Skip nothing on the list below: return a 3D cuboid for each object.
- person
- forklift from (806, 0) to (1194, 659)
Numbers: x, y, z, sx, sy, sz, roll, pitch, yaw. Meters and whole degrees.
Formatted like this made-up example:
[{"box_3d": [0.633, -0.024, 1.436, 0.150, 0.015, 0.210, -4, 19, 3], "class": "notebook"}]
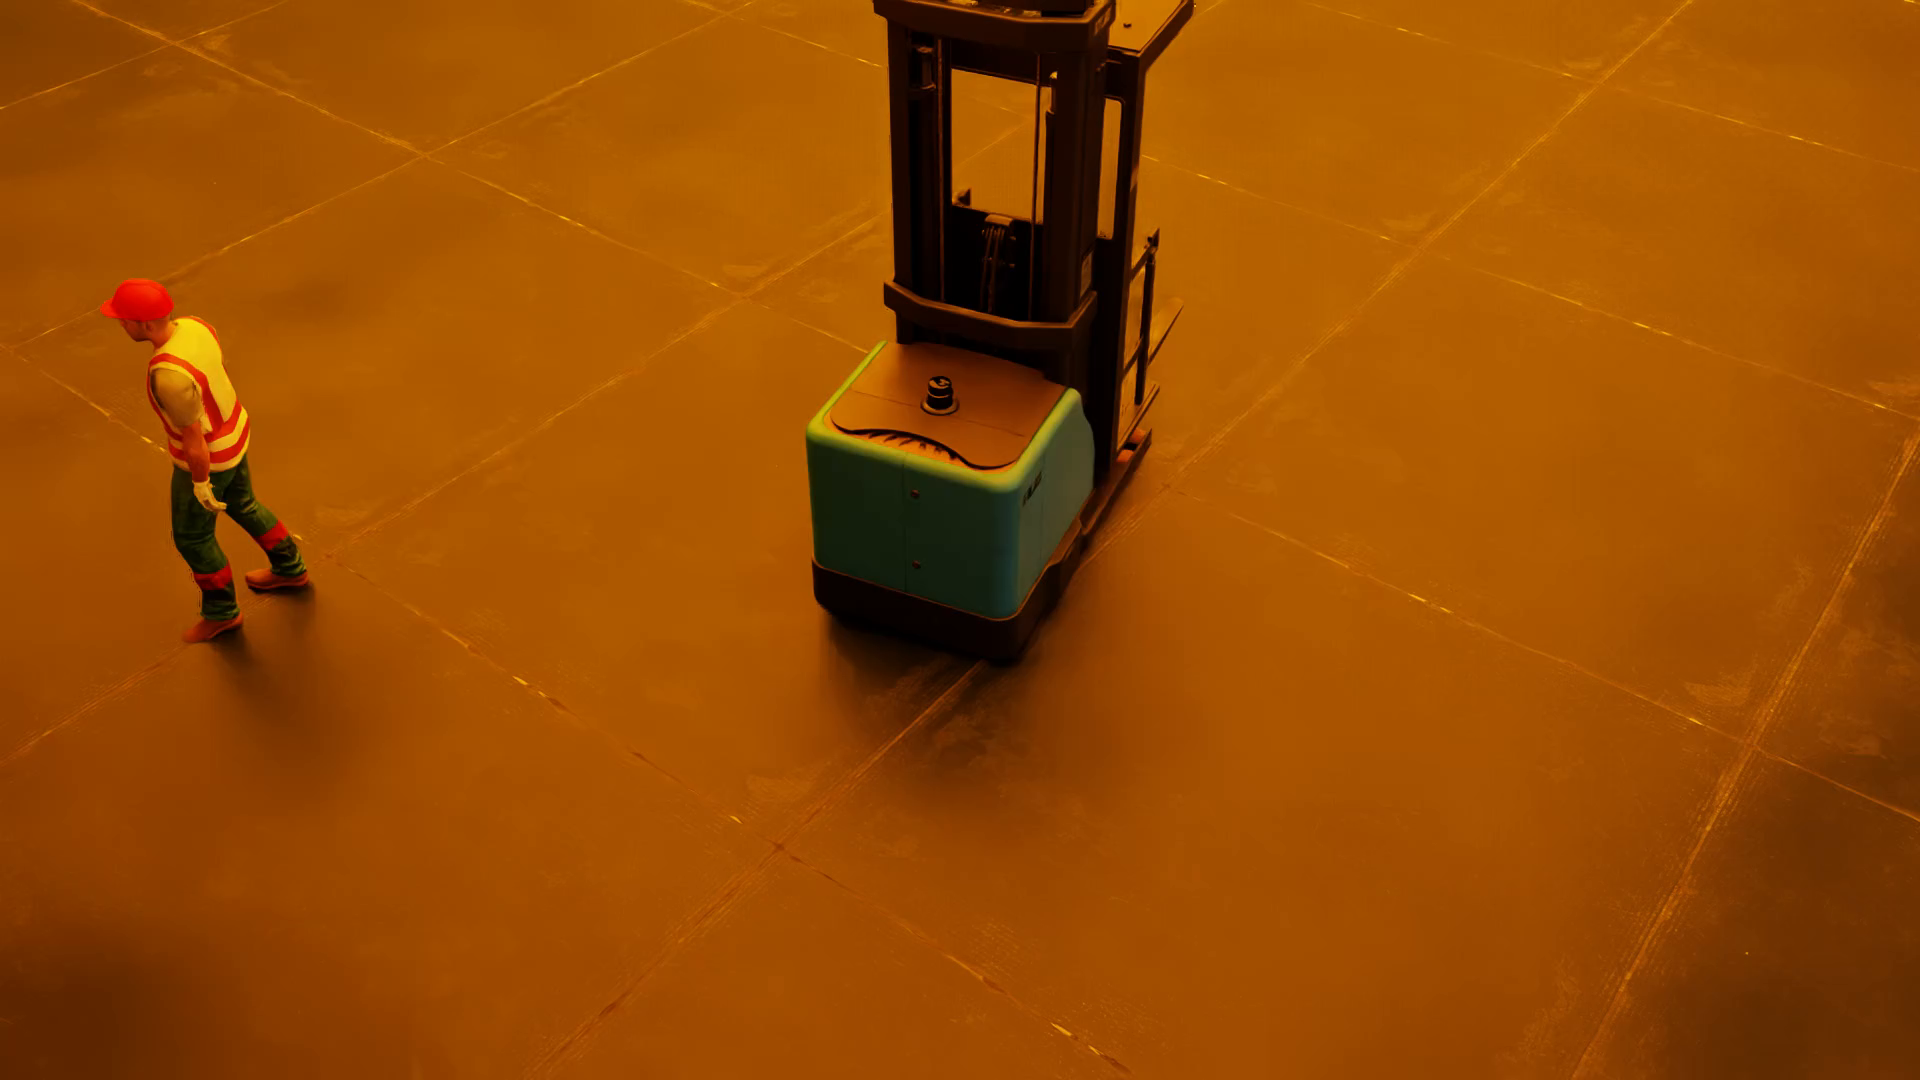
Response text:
[{"box_3d": [-3.420, -0.388, 7.452, 0.535, 1.806, 0.624, -3, 41, -4], "class": "person"}, {"box_3d": [0.370, -1.531, 7.870, 1.130, 2.935, 3.031, 16, 43, 18], "class": "forklift"}]
